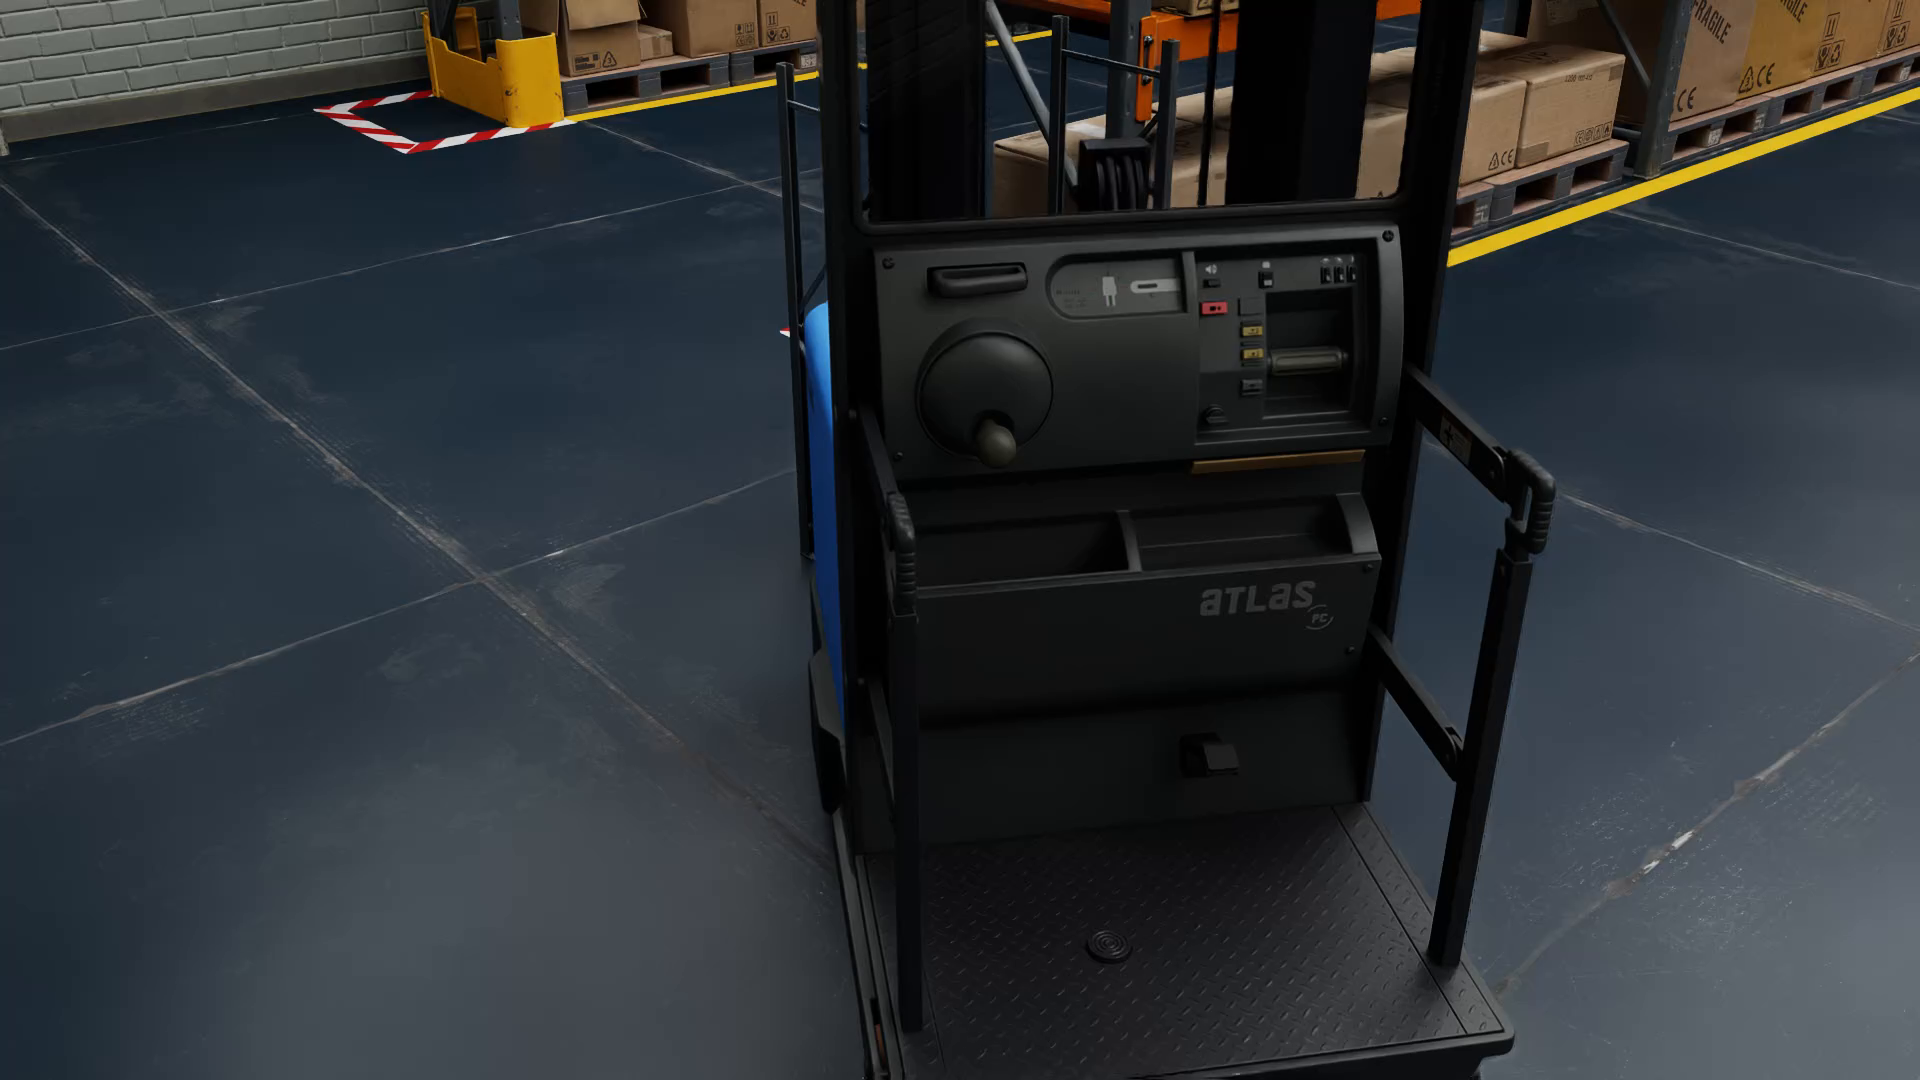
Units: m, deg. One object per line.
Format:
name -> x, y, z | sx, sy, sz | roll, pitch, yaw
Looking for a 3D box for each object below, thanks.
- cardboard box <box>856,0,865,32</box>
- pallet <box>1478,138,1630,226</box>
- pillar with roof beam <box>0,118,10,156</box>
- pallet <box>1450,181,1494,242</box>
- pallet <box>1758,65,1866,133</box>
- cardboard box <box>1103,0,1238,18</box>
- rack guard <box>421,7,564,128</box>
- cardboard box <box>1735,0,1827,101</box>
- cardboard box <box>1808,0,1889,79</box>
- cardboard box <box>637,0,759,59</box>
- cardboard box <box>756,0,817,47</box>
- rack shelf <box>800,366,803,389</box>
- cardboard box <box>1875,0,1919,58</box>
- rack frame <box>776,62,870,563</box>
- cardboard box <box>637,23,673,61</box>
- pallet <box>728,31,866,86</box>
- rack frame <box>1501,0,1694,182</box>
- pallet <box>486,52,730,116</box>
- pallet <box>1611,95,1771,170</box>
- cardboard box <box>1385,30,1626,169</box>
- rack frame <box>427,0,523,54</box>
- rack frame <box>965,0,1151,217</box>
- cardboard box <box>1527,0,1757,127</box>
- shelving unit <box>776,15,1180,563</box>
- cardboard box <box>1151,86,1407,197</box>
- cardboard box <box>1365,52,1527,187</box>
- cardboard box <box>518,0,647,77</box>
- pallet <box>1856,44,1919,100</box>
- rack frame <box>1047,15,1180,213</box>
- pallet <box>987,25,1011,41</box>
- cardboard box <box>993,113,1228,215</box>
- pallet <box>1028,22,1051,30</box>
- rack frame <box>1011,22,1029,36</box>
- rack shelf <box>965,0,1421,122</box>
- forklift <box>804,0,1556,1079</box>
cardboard box -> -0.919, -3.771, 11.331 | 0.500, 0.500, 0.700 | -23, 36, -37
pallet -> 2.727, -1.981, 8.733 | 1.213, 0.211, 1.003 | -22, 35, -35
pillar with roof beam -> -2.753, -4.571, 4.256 | 0.400, 9.000, 9.100 | -22, 35, -35
pallet -> 1.798, -1.606, 8.031 | 1.213, 0.211, 1.003 | -22, 35, -35
pallet -> 4.823, -2.824, 10.310 | 1.213, 0.211, 1.003 | -22, 35, -35
cardboard box -> 0.865, -2.280, 6.227 | 0.500, 0.500, 0.500 | -22, 35, -35
rack guard -> -2.853, -2.891, 10.129 | 0.348, 0.500, 1.175 | -22, 35, -35
cardboard box -> 4.458, -3.161, 9.791 | 0.875, 0.875, 0.875 | -21, 34, -34
cardboard box -> 5.139, -3.434, 10.302 | 0.875, 0.875, 0.875 | -21, 35, -34
cardboard box -> -1.709, -3.454, 10.737 | 0.500, 0.500, 0.700 | -20, 34, -33
cardboard box -> -1.242, -3.580, 10.972 | 0.500, 0.500, 0.500 | -21, 35, -34
rack shelf -> 0.065, -0.529, 5.030 | 1.000, 0.185, 0.538 | -22, 35, -35
cardboard box -> 5.820, -3.705, 10.810 | 0.875, 0.875, 0.875 | -22, 35, -35
rack frame -> -0.322, -0.532, 4.654 | 0.032, 1.500, 0.500 | -22, 35, -35
cardboard box -> -2.036, -3.167, 10.573 | 0.250, 0.149, 0.380 | -24, 36, -37
pallet -> -1.320, -3.379, 11.349 | 1.213, 0.211, 1.003 | -22, 35, -35
rack frame -> 3.356, -3.415, 8.458 | 0.127, 3.000, 1.000 | -22, 35, -35
pallet -> -2.247, -3.008, 10.654 | 1.213, 0.211, 1.003 | -22, 35, -35
pallet -> 3.894, -2.448, 9.608 | 1.213, 0.211, 1.003 | -22, 35, -35
cardboard box -> 2.809, -2.317, 8.676 | 0.875, 0.438, 0.875 | -22, 35, -36
rack frame -> -2.911, -3.970, 9.497 | 0.127, 3.000, 1.000 | -22, 35, -35
rack frame -> 0.313, -2.192, 6.168 | 0.127, 3.000, 1.000 | -22, 35, -35
cardboard box -> 3.776, -2.882, 9.269 | 0.875, 0.875, 0.875 | -21, 34, -33
shelving unit -> 0.065, -0.688, 4.945 | 1.048, 1.500, 0.538 | -22, 35, -35
cardboard box -> 1.441, -1.768, 7.648 | 0.875, 0.438, 0.875 | -21, 34, -34
cardboard box -> 2.128, -2.043, 8.163 | 0.875, 0.438, 0.875 | -23, 36, -36
cardboard box -> -2.384, -3.208, 10.273 | 0.637, 0.503, 0.797 | -24, 36, -37
pallet -> 5.751, -3.195, 11.004 | 1.213, 0.211, 1.003 | -22, 35, -35
rack frame -> 0.452, -0.843, 5.236 | 0.032, 1.500, 0.500 | -22, 35, -35
pallet -> -0.391, -3.754, 12.051 | 1.213, 0.211, 1.003 | -22, 35, -35
cardboard box -> 0.751, -1.485, 7.118 | 0.875, 0.438, 0.875 | -23, 36, -37
pallet -> 0.726, -4.226, 12.935 | 1.213, 0.211, 1.003 | -22, 35, -35
rack frame -> 0.132, -5.194, 11.786 | 0.127, 3.000, 1.000 | -22, 35, -35
rack shelf -> 1.835, -2.486, 7.483 | 4.000, 0.370, 1.077 | -22, 35, -35
forklift -> 0.356, -0.295, 2.692 | 1.130, 2.935, 3.031 | -5, 28, -8
